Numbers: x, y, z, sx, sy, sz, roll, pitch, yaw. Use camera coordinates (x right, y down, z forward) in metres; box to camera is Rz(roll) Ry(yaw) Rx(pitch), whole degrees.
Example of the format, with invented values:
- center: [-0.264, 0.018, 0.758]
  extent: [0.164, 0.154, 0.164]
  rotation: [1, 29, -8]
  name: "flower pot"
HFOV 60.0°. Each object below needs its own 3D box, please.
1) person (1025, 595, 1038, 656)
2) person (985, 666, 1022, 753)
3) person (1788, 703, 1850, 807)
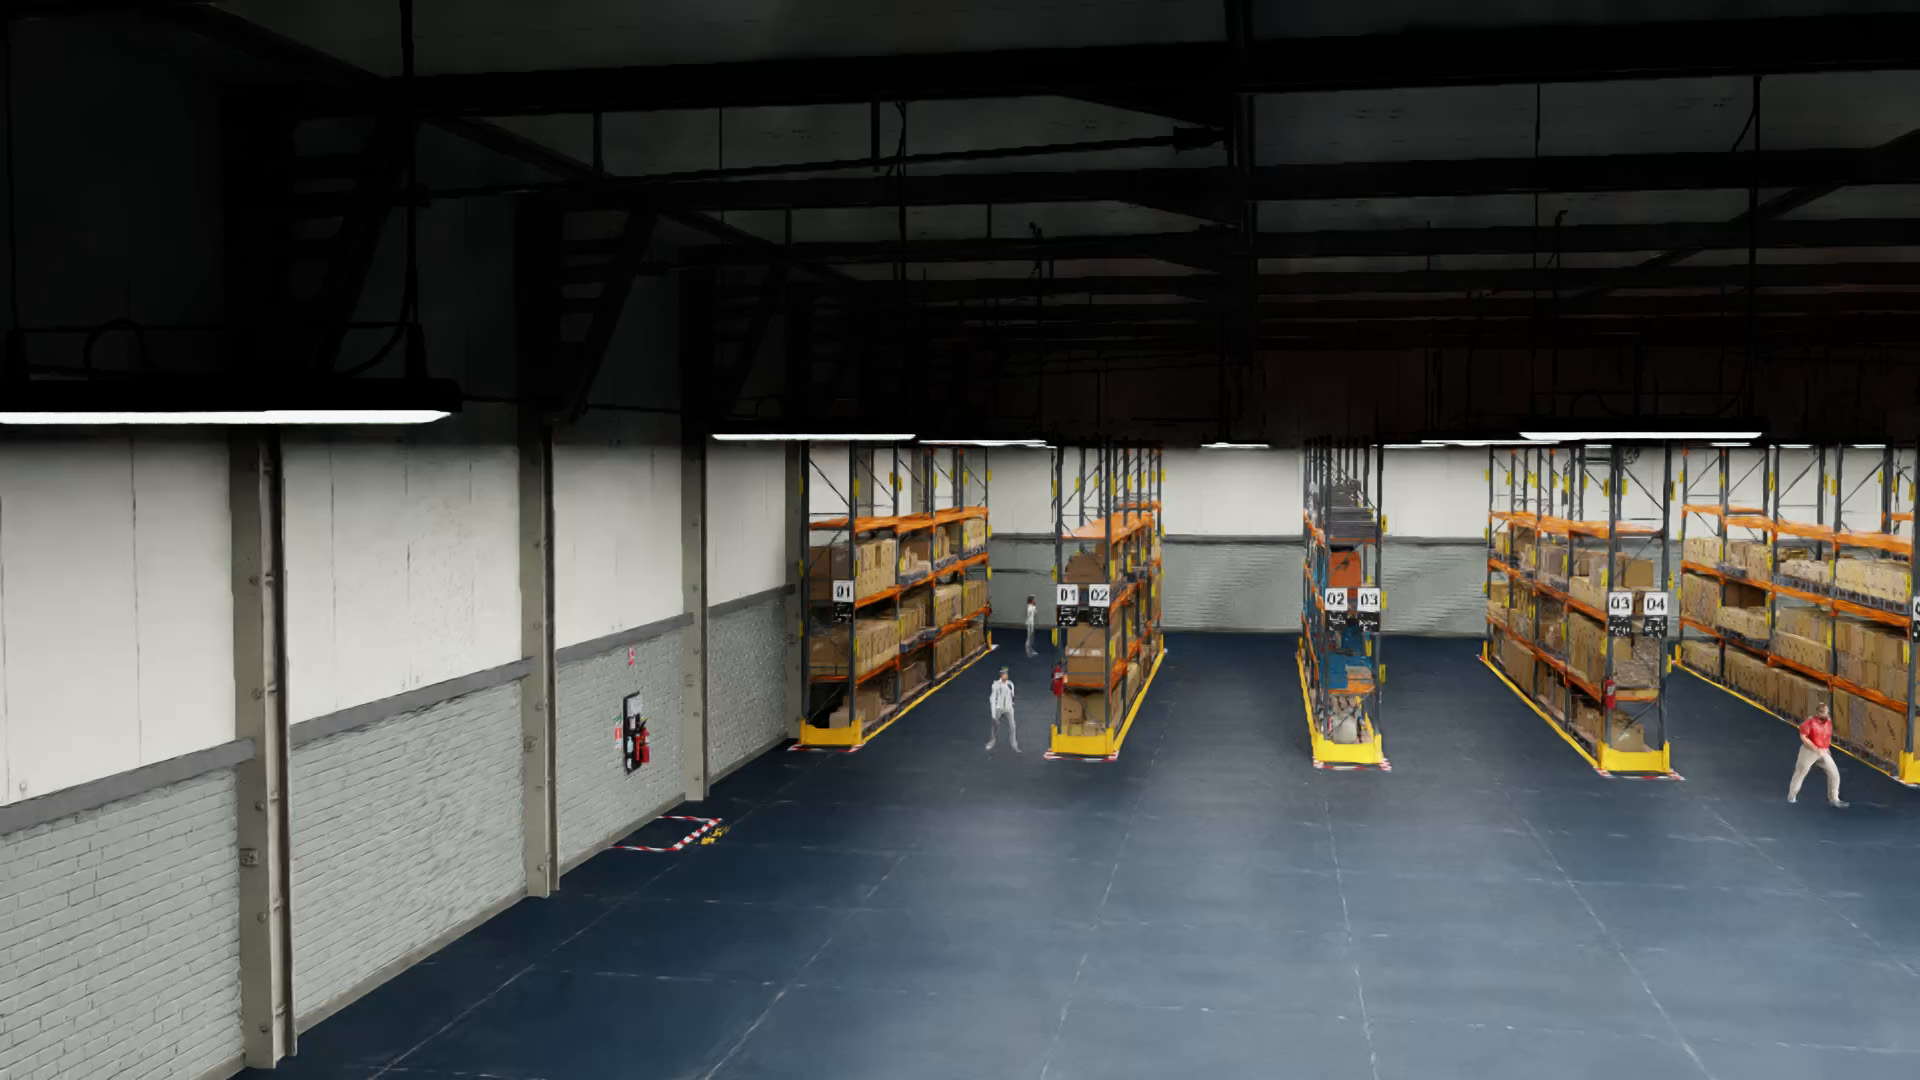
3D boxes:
- center: [1.993, 2.365, 46.269]
  extent: [0.360, 1.688, 0.607]
  rotation: [0, 3, 4]
  name: "person"
- center: [0.809, 3.192, 31.460]
  extent: [0.542, 1.636, 0.899]
  rotation: [-1, 3, -14]
  name: "person"
- center: [13.793, 3.435, 26.780]
  extent: [0.706, 1.662, 0.838]
  rotation: [0, 3, -7]
  name: "person"
